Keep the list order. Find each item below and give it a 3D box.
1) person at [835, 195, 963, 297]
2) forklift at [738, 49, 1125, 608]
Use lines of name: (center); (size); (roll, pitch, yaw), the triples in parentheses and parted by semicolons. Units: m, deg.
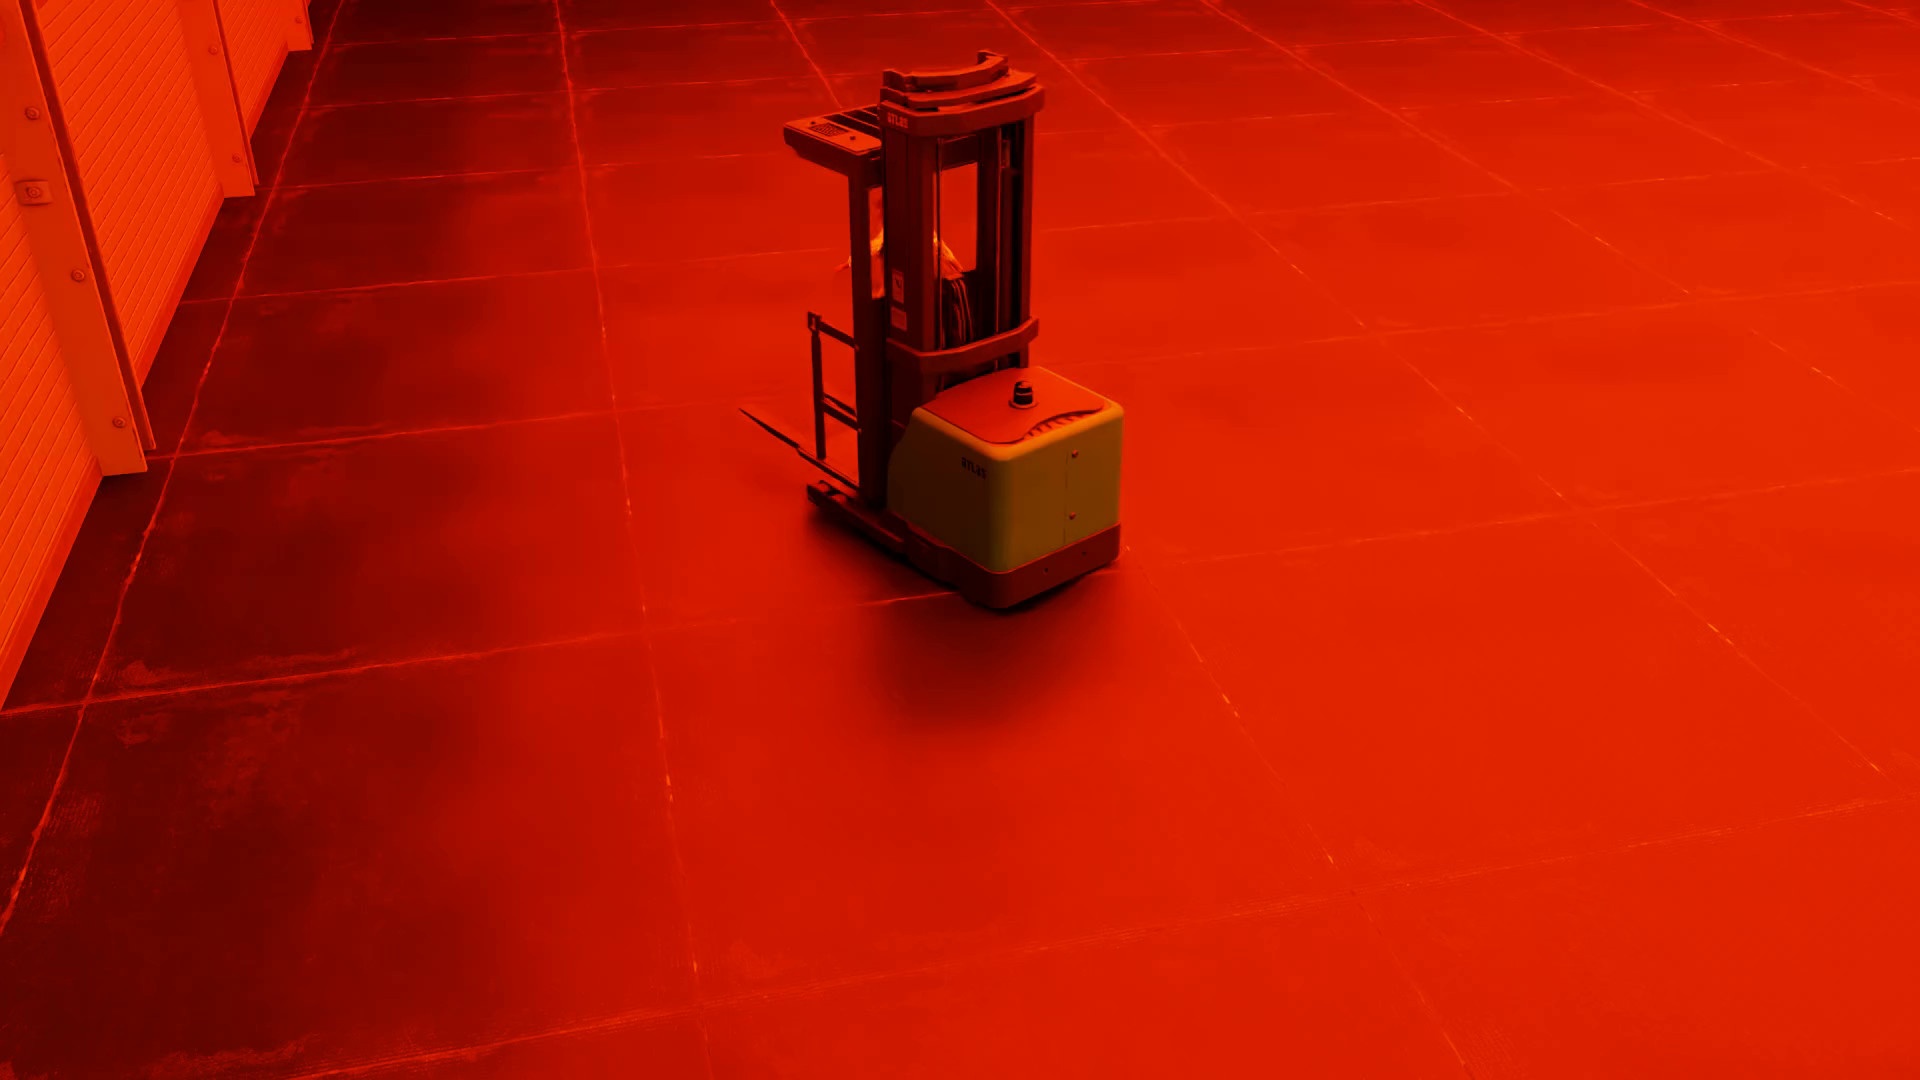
person: (-0.400, -1.813, 12.279); (0.960, 1.530, 0.519); (-15, 33, -25)
forklift: (-0.340, -1.539, 10.233); (1.130, 2.935, 3.031); (-22, 37, -33)
